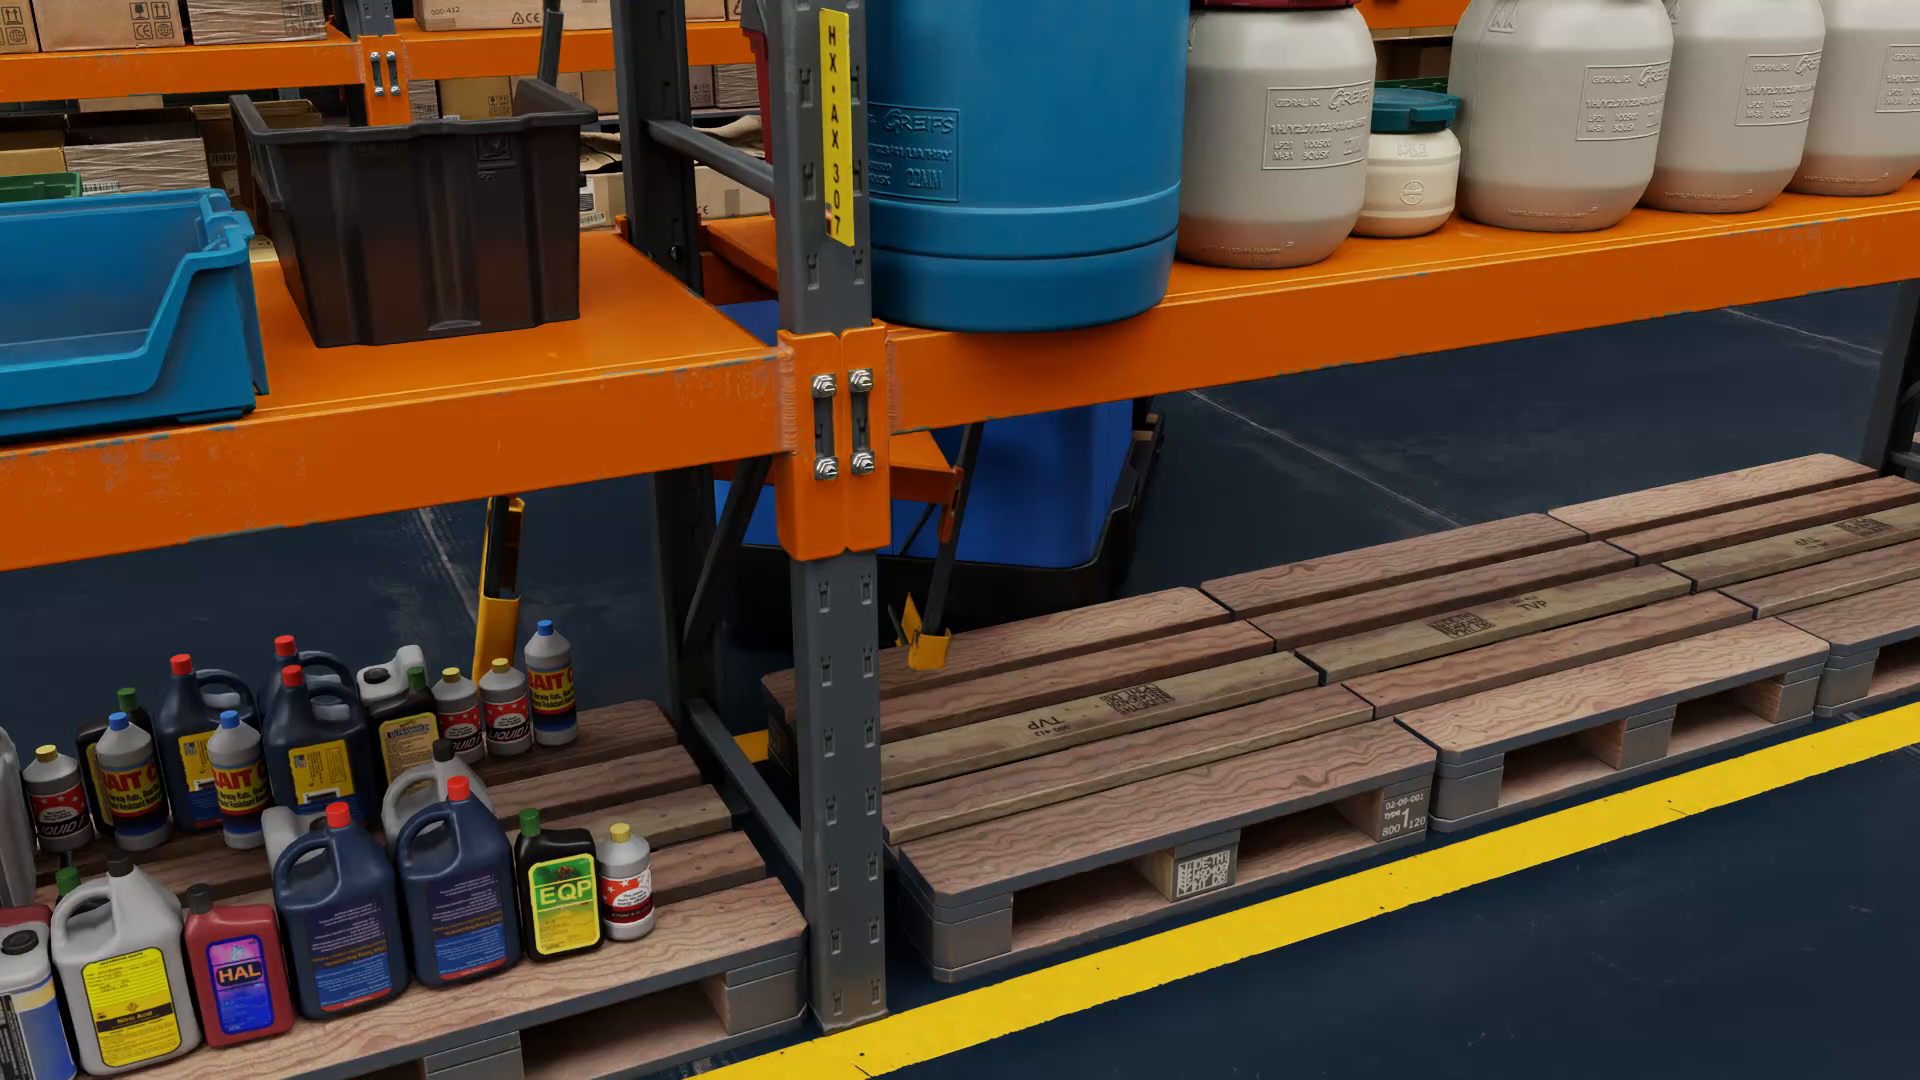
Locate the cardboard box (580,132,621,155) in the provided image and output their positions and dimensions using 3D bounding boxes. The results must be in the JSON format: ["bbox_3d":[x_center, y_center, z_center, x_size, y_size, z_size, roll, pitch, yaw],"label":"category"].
[{"bbox_3d":[-1.845,-1.802,7.995,0.500,0.311,0.500,-10,24,-22],"label":"cardboard box"}]

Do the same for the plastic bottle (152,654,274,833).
[{"bbox_3d":[-1.484,0.386,3.285,0.185,0.351,0.144,-12,25,-26],"label":"plastic bottle"}]

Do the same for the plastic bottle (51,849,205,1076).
[{"bbox_3d":[-1.326,0.655,2.634,0.185,0.351,0.144,-11,25,-24],"label":"plastic bottle"}]

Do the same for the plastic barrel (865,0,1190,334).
[{"bbox_3d":[0.073,-0.849,2.723,0.708,0.901,0.600,-10,25,-24],"label":"plastic barrel"}]

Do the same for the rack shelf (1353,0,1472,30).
[{"bbox_3d":[2.855,-3.028,9.584,4.000,0.370,1.077,-10,25,-24],"label":"rack shelf"}]

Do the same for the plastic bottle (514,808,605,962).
[{"bbox_3d":[-0.697,0.588,2.884,0.133,0.283,0.061,-9,24,-21],"label":"plastic bottle"}]

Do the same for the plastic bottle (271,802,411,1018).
[{"bbox_3d":[-1.035,0.601,2.764,0.185,0.351,0.144,-12,25,-26],"label":"plastic bottle"}]

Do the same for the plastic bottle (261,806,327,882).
[{"bbox_3d":[-1.122,0.589,2.891,0.135,0.276,0.152,-10,25,-24],"label":"plastic bottle"}]

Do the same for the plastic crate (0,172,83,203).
[{"bbox_3d":[-1.752,-0.432,2.648,0.662,0.188,0.450,-10,25,-24],"label":"plastic crate"}]

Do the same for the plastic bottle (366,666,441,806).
[{"bbox_3d":[-1.116,0.396,3.348,0.133,0.283,0.061,-10,25,-24],"label":"plastic bottle"}]

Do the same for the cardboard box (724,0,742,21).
[{"bbox_3d":[-0.926,-2.703,7.728,0.500,0.500,0.500,-10,25,-24],"label":"cardboard box"}]

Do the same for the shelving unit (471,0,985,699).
[{"bbox_3d":[-0.495,-0.393,3.863,1.083,1.500,0.587,6,23,-16],"label":"shelving unit"}]

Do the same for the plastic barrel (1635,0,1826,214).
[{"bbox_3d":[1.602,-0.997,3.558,0.433,0.535,0.433,0,22,0],"label":"plastic barrel"}]

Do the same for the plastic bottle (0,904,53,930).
[{"bbox_3d":[-1.521,0.675,2.674,0.133,0.283,0.061,-10,25,-24],"label":"plastic bottle"}]

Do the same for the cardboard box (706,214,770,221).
[{"bbox_3d":[-1.154,-1.441,7.856,0.500,0.250,0.500,-11,25,-25],"label":"cardboard box"}]

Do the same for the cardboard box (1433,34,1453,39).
[{"bbox_3d":[3.215,-2.925,10.106,0.500,0.250,0.500,-10,25,-24],"label":"cardboard box"}]

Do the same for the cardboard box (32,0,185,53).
[{"bbox_3d":[-3.421,-2.246,6.623,0.500,0.500,0.700,-11,25,-24],"label":"cardboard box"}]

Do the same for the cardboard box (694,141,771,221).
[{"bbox_3d":[-1.152,-1.698,7.743,0.500,0.311,0.500,-11,25,-25],"label":"cardboard box"}]

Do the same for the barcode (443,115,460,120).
[{"bbox_3d":[-2.141,-1.756,7.007,0.075,0.075,0.001,-10,25,-24],"label":"barcode"}]

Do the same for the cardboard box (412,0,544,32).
[{"bbox_3d":[-2.127,-2.392,7.304,0.500,0.250,0.500,-9,24,-20],"label":"cardboard box"}]

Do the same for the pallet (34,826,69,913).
[{"bbox_3d":[-2.130,0.932,2.723,1.213,0.211,1.003,-10,25,-24],"label":"pallet"}]

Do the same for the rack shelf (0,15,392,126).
[{"bbox_3d":[-4.353,-1.701,6.378,4.000,0.370,1.077,-10,25,-24],"label":"rack shelf"}]

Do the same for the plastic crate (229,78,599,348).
[{"bbox_3d":[-0.933,-0.586,2.824,0.504,0.338,0.767,-10,25,-24],"label":"plastic crate"}]

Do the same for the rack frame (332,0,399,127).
[{"bbox_3d":[-2.551,-2.365,7.042,0.127,3.000,1.000,-10,25,-24],"label":"rack frame"}]

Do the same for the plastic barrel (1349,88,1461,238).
[{"bbox_3d":[0.853,-0.760,3.345,0.301,0.262,0.301,0,22,0],"label":"plastic barrel"}]

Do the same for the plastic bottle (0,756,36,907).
[{"bbox_3d":[-1.780,0.537,3.016,0.135,0.276,0.152,-10,25,-24],"label":"plastic bottle"}]

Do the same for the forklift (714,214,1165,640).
[{"bbox_3d":[0.124,-1.589,5.256,1.130,2.935,3.031,4,23,11],"label":"forklift"}]

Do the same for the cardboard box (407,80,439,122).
[{"bbox_3d":[-4.047,-3.248,11.867,0.500,0.500,0.700,-10,24,-22],"label":"cardboard box"}]

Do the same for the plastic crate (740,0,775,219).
[{"bbox_3d":[-0.103,-0.873,3.353,0.583,0.464,0.402,-10,25,-24],"label":"plastic crate"}]

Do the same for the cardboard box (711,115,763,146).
[{"bbox_3d":[-0.940,-1.966,8.391,0.500,0.311,0.500,-11,25,-24],"label":"cardboard box"}]

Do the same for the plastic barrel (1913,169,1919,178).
[{"bbox_3d":[2.364,-1.128,3.908,0.421,0.512,0.421,0,22,0],"label":"plastic barrel"}]

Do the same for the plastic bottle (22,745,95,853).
[{"bbox_3d":[-1.749,0.493,3.220,0.097,0.201,0.097,0,22,0],"label":"plastic bottle"}]

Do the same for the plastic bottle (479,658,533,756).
[{"bbox_3d":[-0.975,0.351,3.564,0.097,0.201,0.097,0,22,0],"label":"plastic bottle"}]

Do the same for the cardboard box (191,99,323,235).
[{"bbox_3d":[-3.105,-1.666,7.419,0.500,0.500,0.500,-10,25,-24],"label":"cardboard box"}]

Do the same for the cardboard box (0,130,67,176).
[{"bbox_3d":[-3.779,-1.320,6.582,0.500,0.500,0.500,-10,25,-24],"label":"cardboard box"}]

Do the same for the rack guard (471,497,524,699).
[{"bbox_3d":[-1.097,0.125,3.954,0.087,0.250,0.587,6,23,-16],"label":"rack guard"}]

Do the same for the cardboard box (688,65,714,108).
[{"bbox_3d":[-2.240,-3.601,12.720,0.500,0.500,0.700,-10,25,-24],"label":"cardboard box"}]

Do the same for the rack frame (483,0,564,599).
[{"bbox_3d":[-0.989,-0.443,3.717,0.032,1.500,0.500,6,23,-16],"label":"rack frame"}]

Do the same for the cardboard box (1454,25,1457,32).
[{"bbox_3d":[4.618,-4.784,15.604,0.500,0.500,0.700,-11,25,-25],"label":"cardboard box"}]

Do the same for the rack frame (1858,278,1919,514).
[{"bbox_3d":[3.198,-1.321,4.519,0.127,3.000,1.000,-10,25,-24],"label":"rack frame"}]

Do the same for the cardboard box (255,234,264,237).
[{"bbox_3d":[-3.101,-1.316,7.554,0.500,0.250,0.500,-10,25,-24],"label":"cardboard box"}]

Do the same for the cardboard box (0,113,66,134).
[{"bbox_3d":[-4.006,-1.500,7.018,0.500,0.500,0.500,-10,25,-24],"label":"cardboard box"}]

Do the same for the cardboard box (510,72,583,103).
[{"bbox_3d":[-3.126,-3.421,12.287,0.500,0.500,0.700,-10,25,-23],"label":"cardboard box"}]

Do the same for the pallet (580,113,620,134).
[{"bbox_3d":[-2.901,-3.117,12.503,1.213,0.211,1.003,-10,25,-24],"label":"pallet"}]

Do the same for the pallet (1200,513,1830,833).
[{"bbox_3d":[1.385,0.284,4.289,1.213,0.211,1.003,-10,25,-24],"label":"pallet"}]

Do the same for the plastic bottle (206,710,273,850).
[{"bbox_3d":[-1.392,0.457,3.217,0.097,0.271,0.097,0,22,0],"label":"plastic bottle"}]

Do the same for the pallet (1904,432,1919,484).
[{"bbox_3d":[3.890,-0.178,5.403,1.213,0.211,1.003,-10,25,-24],"label":"pallet"}]

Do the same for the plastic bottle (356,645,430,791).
[{"bbox_3d":[-1.163,0.363,3.438,0.135,0.276,0.152,-9,24,-22],"label":"plastic bottle"}]

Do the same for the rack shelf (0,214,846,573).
[{"bbox_3d":[-2.209,0.007,2.252,4.000,0.370,1.077,-10,25,-24],"label":"rack shelf"}]

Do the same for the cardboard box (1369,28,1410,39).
[{"bbox_3d":[3.678,-4.609,15.181,0.500,0.500,0.700,-11,25,-24],"label":"cardboard box"}]
